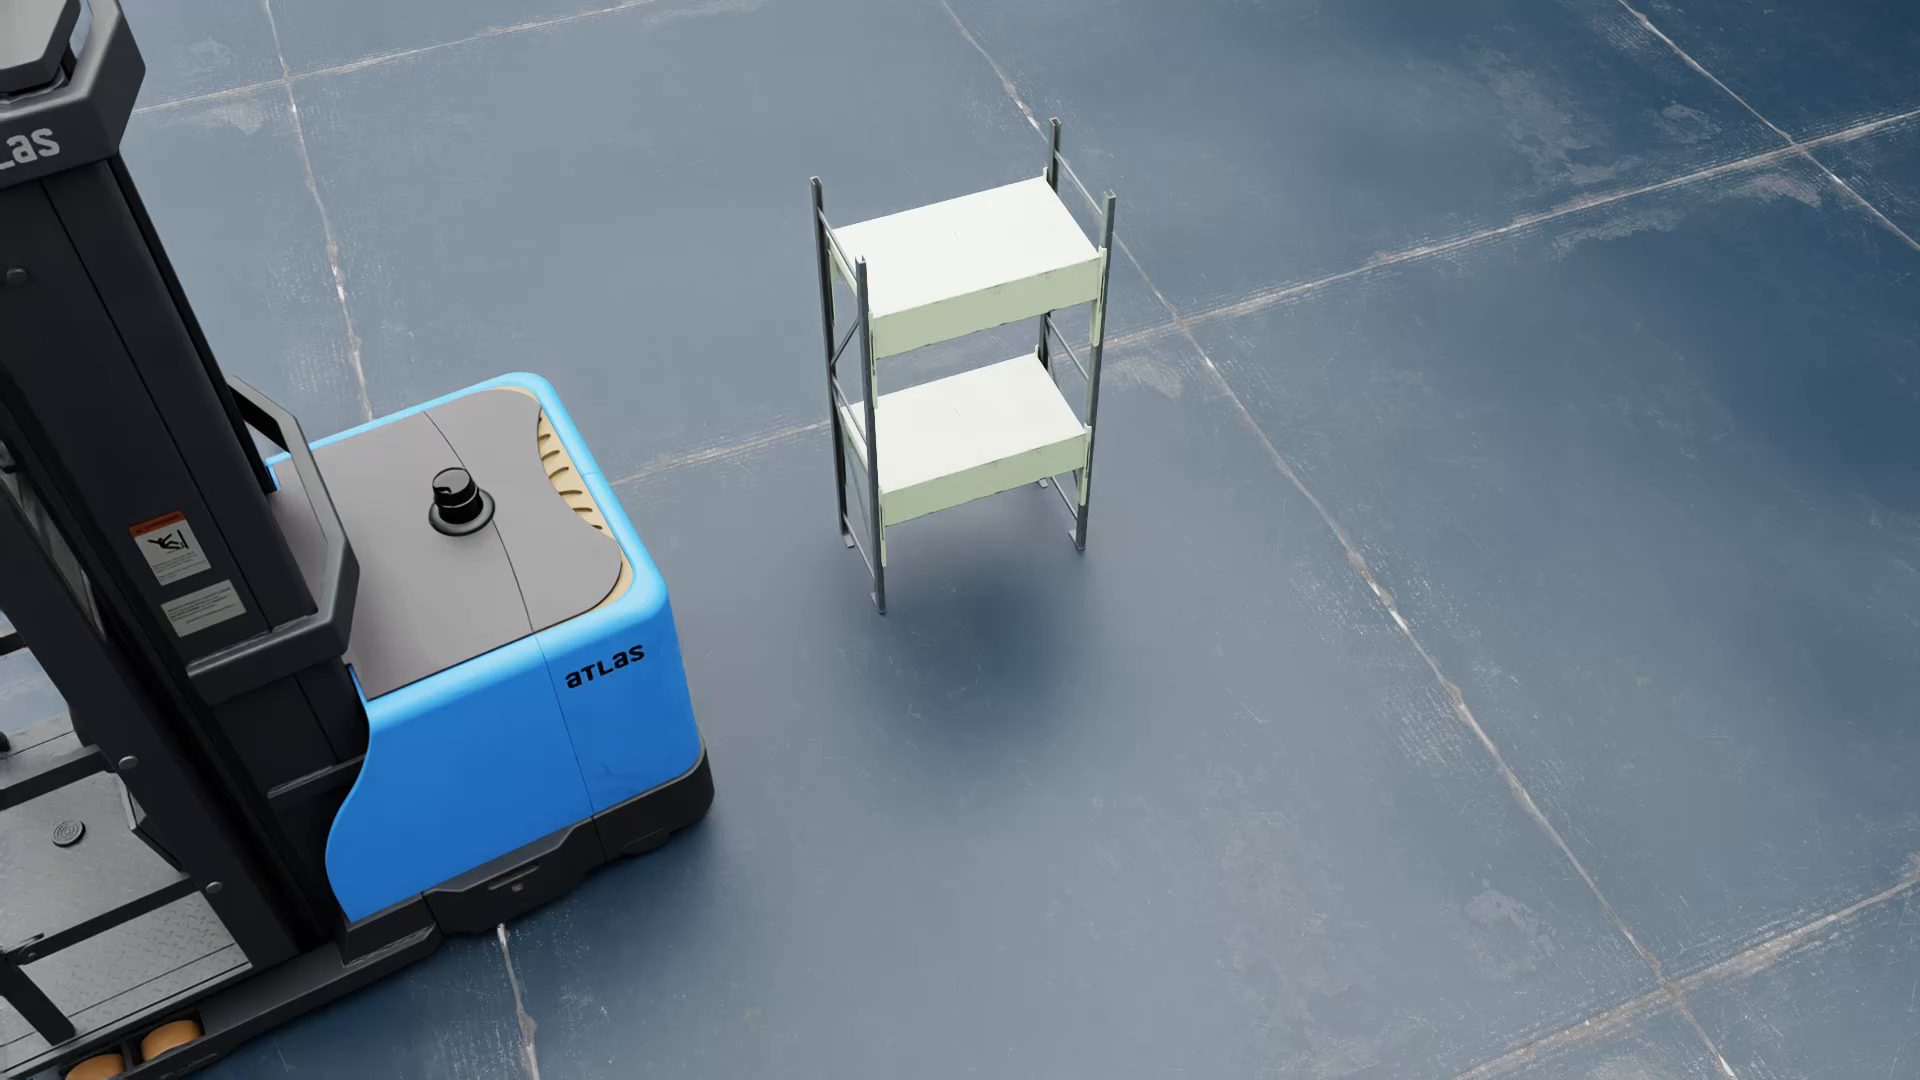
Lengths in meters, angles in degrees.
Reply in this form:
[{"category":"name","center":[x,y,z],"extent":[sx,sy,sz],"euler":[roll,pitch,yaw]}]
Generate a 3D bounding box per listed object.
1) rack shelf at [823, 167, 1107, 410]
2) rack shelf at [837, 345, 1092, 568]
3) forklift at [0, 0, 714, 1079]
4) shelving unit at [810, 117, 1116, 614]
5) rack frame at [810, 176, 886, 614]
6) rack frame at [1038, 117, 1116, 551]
[{"category":"rack shelf","center":[0.006,-0.745,4.887],"extent":[0.720,0.370,0.431],"euler":[-17,52,-14]},{"category":"rack shelf","center":[0.006,-0.278,5.430],"extent":[0.720,0.370,0.431],"euler":[-17,52,-14]},{"category":"forklift","center":[-2.277,0.106,3.727],"extent":[3.031,2.935,1.130],"euler":[-23,53,-19]},{"category":"shelving unit","center":[0.006,-0.491,5.183],"extent":[0.755,1.500,0.431],"euler":[-17,52,-14]},{"category":"rack frame","center":[-0.333,-0.386,5.093],"extent":[0.023,1.500,0.400],"euler":[-17,52,-14]},{"category":"rack frame","center":[0.345,-0.596,5.273],"extent":[0.023,1.500,0.400],"euler":[-17,52,-14]}]
